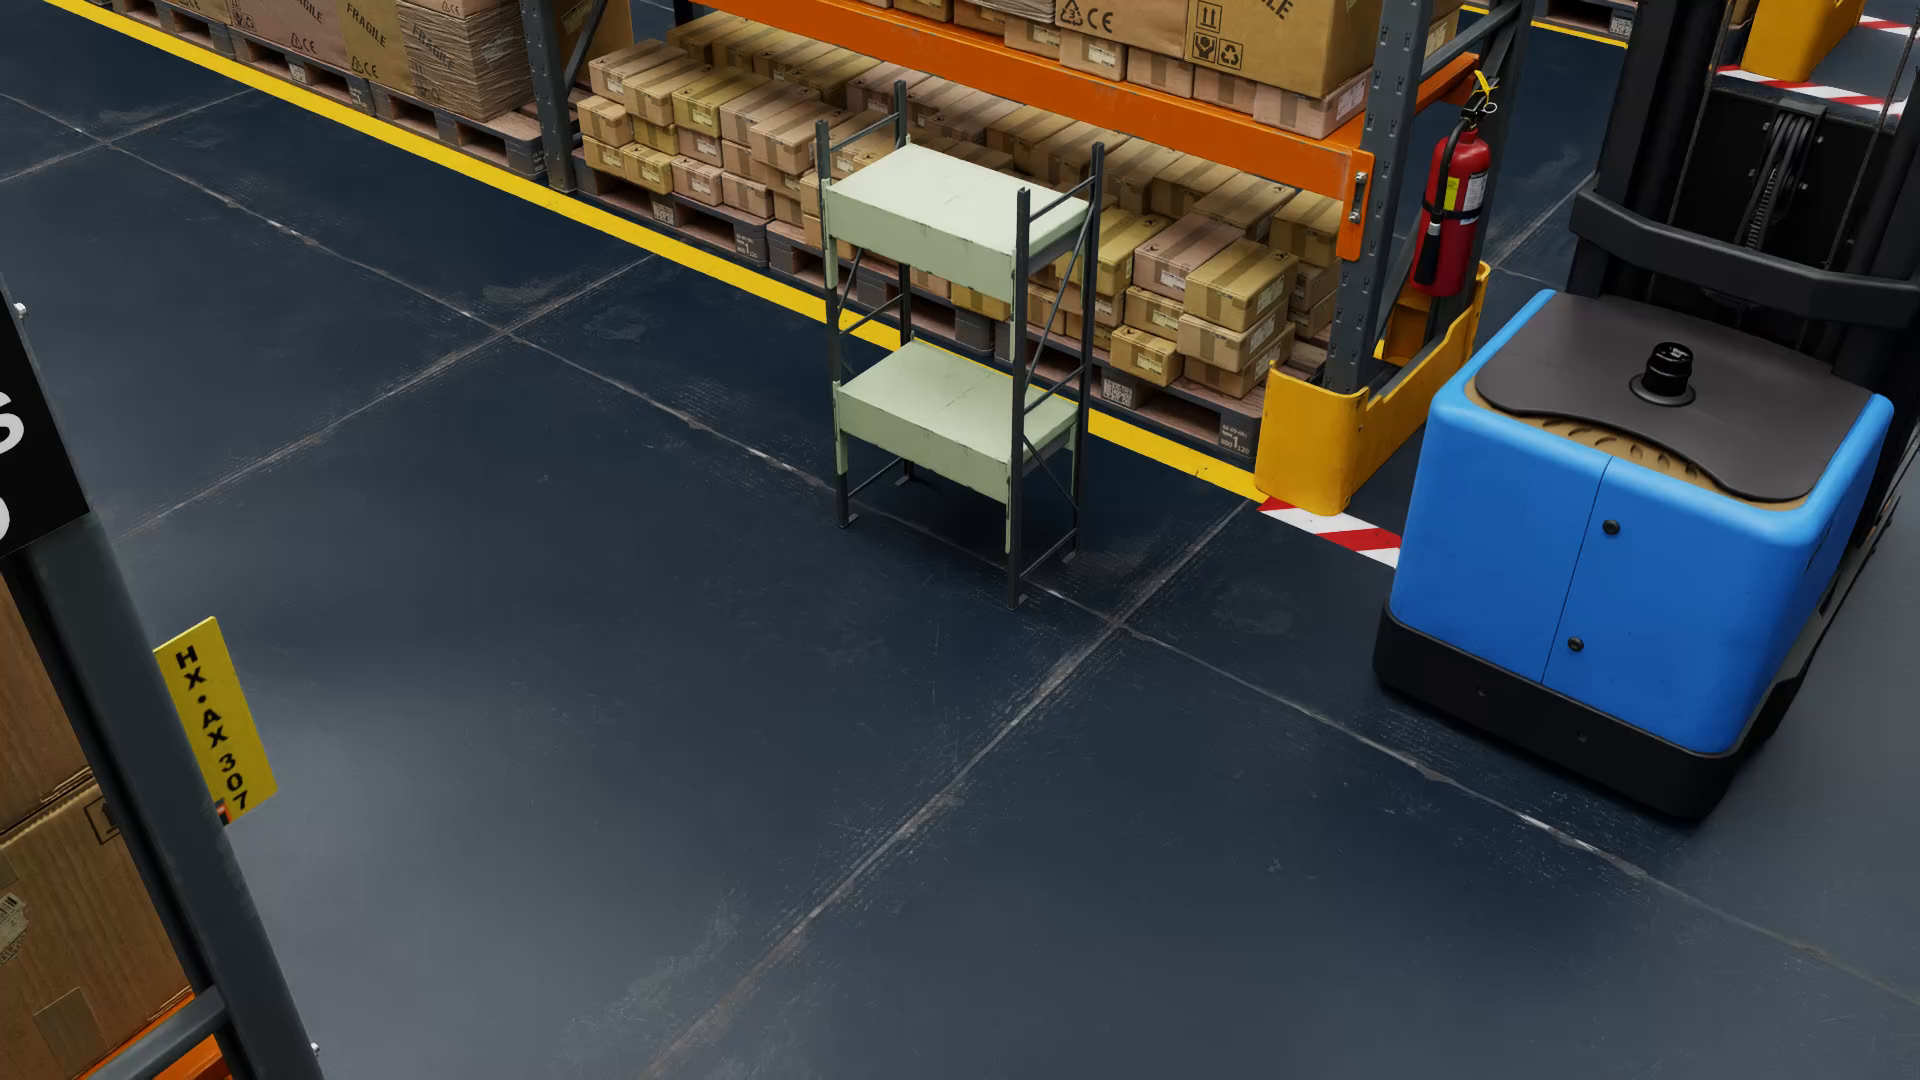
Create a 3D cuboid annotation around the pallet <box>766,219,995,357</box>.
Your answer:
[{"bbox_3d":[-0.063,-1.278,7.211,1.213,0.211,1.003,25,45,29],"label":"pallet"}]

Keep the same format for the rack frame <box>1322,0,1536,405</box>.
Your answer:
[{"bbox_3d":[1.586,-1.569,5.321,0.127,3.000,1.000,25,45,29],"label":"rack frame"}]

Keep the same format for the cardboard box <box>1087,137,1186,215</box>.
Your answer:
[{"bbox_3d":[0.714,-1.462,6.674,0.250,0.149,0.380,23,44,27],"label":"cardboard box"}]

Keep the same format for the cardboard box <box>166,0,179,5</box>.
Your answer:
[{"bbox_3d":[-4.362,-3.356,9.291,0.500,0.500,0.500,23,44,27],"label":"cardboard box"}]

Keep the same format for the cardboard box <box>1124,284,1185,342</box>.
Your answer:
[{"bbox_3d":[0.818,-0.911,6.211,0.250,0.149,0.380,24,44,28],"label":"cardboard box"}]

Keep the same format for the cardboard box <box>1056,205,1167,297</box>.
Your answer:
[{"bbox_3d":[0.564,-1.077,6.182,0.250,0.149,0.380,24,44,28],"label":"cardboard box"}]

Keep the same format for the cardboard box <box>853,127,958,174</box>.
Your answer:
[{"bbox_3d":[-0.218,-1.516,6.742,0.250,0.149,0.380,25,45,29],"label":"cardboard box"}]

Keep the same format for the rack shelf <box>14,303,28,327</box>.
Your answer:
[{"bbox_3d":[-2.930,-0.754,2.430,4.000,0.370,1.077,25,45,29],"label":"rack shelf"}]

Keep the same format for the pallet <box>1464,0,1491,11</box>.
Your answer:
[{"bbox_3d":[3.032,-3.580,10.152,1.213,0.211,1.003,25,45,29],"label":"pallet"}]

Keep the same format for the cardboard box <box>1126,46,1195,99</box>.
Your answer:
[{"bbox_3d":[0.772,-1.652,5.630,0.250,0.149,0.380,25,44,28],"label":"cardboard box"}]

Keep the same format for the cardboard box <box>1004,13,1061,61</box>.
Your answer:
[{"bbox_3d":[0.364,-1.849,5.882,0.250,0.149,0.380,23,44,27],"label":"cardboard box"}]

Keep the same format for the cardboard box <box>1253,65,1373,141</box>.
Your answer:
[{"bbox_3d":[1.155,-1.454,5.377,0.250,0.149,0.380,25,45,29],"label":"cardboard box"}]

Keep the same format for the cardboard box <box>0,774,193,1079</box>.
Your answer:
[{"bbox_3d":[-1.548,0.533,2.555,0.500,0.500,0.500,25,44,28],"label":"cardboard box"}]

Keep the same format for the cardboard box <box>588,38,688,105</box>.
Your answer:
[{"bbox_3d":[-1.444,-2.114,7.506,0.250,0.149,0.380,27,46,30],"label":"cardboard box"}]

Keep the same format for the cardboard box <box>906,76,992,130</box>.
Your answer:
[{"bbox_3d":[-0.070,-1.886,7.215,0.250,0.149,0.380,24,44,27],"label":"cardboard box"}]

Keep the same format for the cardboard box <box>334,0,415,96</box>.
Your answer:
[{"bbox_3d":[-2.740,-2.594,8.317,0.500,0.500,0.500,24,44,28],"label":"cardboard box"}]

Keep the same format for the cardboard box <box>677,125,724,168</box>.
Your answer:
[{"bbox_3d":[-1.027,-1.810,7.359,0.250,0.149,0.380,25,44,28],"label":"cardboard box"}]

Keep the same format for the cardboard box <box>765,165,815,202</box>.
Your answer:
[{"bbox_3d":[-0.610,-1.593,7.082,0.250,0.149,0.380,27,46,30],"label":"cardboard box"}]

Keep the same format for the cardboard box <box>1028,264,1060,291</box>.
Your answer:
[{"bbox_3d":[0.428,-1.132,6.493,0.250,0.149,0.380,25,44,28],"label":"cardboard box"}]

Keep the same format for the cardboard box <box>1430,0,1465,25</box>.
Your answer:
[{"bbox_3d":[1.397,-2.029,5.586,0.500,0.500,0.500,27,46,31],"label":"cardboard box"}]

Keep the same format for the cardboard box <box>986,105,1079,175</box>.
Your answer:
[{"bbox_3d":[0.319,-1.692,6.967,0.250,0.149,0.380,26,45,29],"label":"cardboard box"}]

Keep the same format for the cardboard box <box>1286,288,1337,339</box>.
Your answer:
[{"bbox_3d":[1.364,-0.965,6.521,0.250,0.149,0.380,26,45,29],"label":"cardboard box"}]

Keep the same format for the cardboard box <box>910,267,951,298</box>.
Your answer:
[{"bbox_3d":[-0.032,-1.158,6.768,0.250,0.149,0.380,26,45,29],"label":"cardboard box"}]

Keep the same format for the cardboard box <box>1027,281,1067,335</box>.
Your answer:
[{"bbox_3d":[0.413,-0.981,6.541,0.250,0.149,0.380,26,45,29],"label":"cardboard box"}]

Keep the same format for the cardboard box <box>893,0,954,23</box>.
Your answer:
[{"bbox_3d":[-0.035,-2.071,6.165,0.250,0.149,0.380,26,45,29],"label":"cardboard box"}]

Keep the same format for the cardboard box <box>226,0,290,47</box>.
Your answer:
[{"bbox_3d":[-3.550,-2.980,8.810,0.500,0.500,0.500,24,44,28],"label":"cardboard box"}]

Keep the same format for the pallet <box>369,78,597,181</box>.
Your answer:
[{"bbox_3d":[-2.211,-2.260,8.465,1.213,0.211,1.003,25,45,29],"label":"pallet"}]

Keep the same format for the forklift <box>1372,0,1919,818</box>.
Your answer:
[{"bbox_3d":[2.575,-1.228,4.941,1.130,2.935,3.031,26,45,29],"label":"forklift"}]

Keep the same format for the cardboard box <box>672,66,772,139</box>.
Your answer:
[{"bbox_3d":[-1.030,-1.911,7.247,0.250,0.149,0.380,25,44,28],"label":"cardboard box"}]

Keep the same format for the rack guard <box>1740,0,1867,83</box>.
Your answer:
[{"bbox_3d":[4.698,-2.967,9.134,0.348,0.500,1.175,25,45,29],"label":"rack guard"}]

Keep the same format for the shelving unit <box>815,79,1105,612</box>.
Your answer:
[{"bbox_3d":[-0.005,-0.593,5.291,0.755,1.500,0.431,25,45,29],"label":"shelving unit"}]

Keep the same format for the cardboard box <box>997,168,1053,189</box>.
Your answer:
[{"bbox_3d":[0.149,-1.279,6.439,0.250,0.149,0.380,27,45,30],"label":"cardboard box"}]

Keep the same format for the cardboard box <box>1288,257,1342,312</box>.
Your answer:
[{"bbox_3d":[1.325,-1.051,6.390,0.250,0.149,0.380,27,46,30],"label":"cardboard box"}]

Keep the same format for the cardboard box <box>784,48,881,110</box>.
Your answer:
[{"bbox_3d":[-0.563,-2.037,7.408,0.250,0.149,0.380,27,45,30],"label":"cardboard box"}]

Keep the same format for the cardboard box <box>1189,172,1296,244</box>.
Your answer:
[{"bbox_3d":[1.084,-1.253,6.407,0.250,0.149,0.380,26,45,29],"label":"cardboard box"}]

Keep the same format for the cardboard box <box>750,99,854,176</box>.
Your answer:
[{"bbox_3d":[-0.657,-1.689,6.964,0.250,0.149,0.380,26,45,29],"label":"cardboard box"}]

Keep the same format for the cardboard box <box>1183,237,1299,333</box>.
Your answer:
[{"bbox_3d":[1.011,-0.920,5.982,0.250,0.149,0.380,26,45,29],"label":"cardboard box"}]

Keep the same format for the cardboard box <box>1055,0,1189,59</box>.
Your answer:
[{"bbox_3d":[0.666,-1.963,5.502,0.500,0.500,0.500,25,44,28],"label":"cardboard box"}]

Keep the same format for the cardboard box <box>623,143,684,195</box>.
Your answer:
[{"bbox_3d":[-1.286,-1.717,7.481,0.250,0.149,0.380,27,45,30],"label":"cardboard box"}]

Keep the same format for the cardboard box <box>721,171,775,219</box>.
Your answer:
[{"bbox_3d":[-0.825,-1.578,7.305,0.250,0.149,0.380,24,44,28],"label":"cardboard box"}]

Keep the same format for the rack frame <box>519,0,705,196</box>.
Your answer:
[{"bbox_3d":[-1.592,-3.067,7.234,0.127,3.000,1.000,25,45,29],"label":"rack frame"}]

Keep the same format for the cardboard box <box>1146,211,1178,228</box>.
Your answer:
[{"bbox_3d":[0.894,-1.229,6.618,0.250,0.149,0.380,26,45,29],"label":"cardboard box"}]

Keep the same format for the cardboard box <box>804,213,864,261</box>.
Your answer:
[{"bbox_3d":[-0.442,-1.350,7.013,0.250,0.149,0.380,24,44,27],"label":"cardboard box"}]

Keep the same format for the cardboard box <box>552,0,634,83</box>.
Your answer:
[{"bbox_3d":[-2.017,-2.655,8.395,0.500,0.500,0.500,27,45,30],"label":"cardboard box"}]

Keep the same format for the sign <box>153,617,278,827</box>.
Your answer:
[{"bbox_3d":[-0.999,0.251,2.230,0.005,0.325,0.100,25,45,29],"label":"sign"}]

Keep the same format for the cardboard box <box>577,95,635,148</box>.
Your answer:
[{"bbox_3d":[-1.498,-1.935,7.518,0.250,0.149,0.380,27,46,30],"label":"cardboard box"}]

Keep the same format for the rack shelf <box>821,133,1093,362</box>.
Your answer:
[{"bbox_3d":[-0.005,-0.900,5.050,0.720,0.370,0.431,25,45,29],"label":"rack shelf"}]

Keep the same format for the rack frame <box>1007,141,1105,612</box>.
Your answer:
[{"bbox_3d":[0.285,-0.456,5.116,0.023,1.500,0.400,25,45,29],"label":"rack frame"}]

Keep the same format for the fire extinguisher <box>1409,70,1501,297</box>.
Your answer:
[{"bbox_3d":[1.505,-1.071,5.050,0.183,0.674,0.296,25,45,29],"label":"fire extinguisher"}]

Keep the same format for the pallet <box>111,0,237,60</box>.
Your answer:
[{"bbox_3d":[-4.149,-3.174,9.633,1.213,0.211,1.003,25,45,29],"label":"pallet"}]

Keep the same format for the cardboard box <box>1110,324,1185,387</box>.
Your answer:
[{"bbox_3d":[0.775,-0.754,6.251,0.250,0.149,0.380,27,45,30],"label":"cardboard box"}]

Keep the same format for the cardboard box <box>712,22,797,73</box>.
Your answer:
[{"bbox_3d":[-0.924,-2.262,7.695,0.250,0.149,0.380,26,45,29],"label":"cardboard box"}]

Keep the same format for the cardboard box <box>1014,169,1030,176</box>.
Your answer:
[{"bbox_3d":[0.247,-1.513,6.980,0.250,0.149,0.380,28,46,31],"label":"cardboard box"}]
